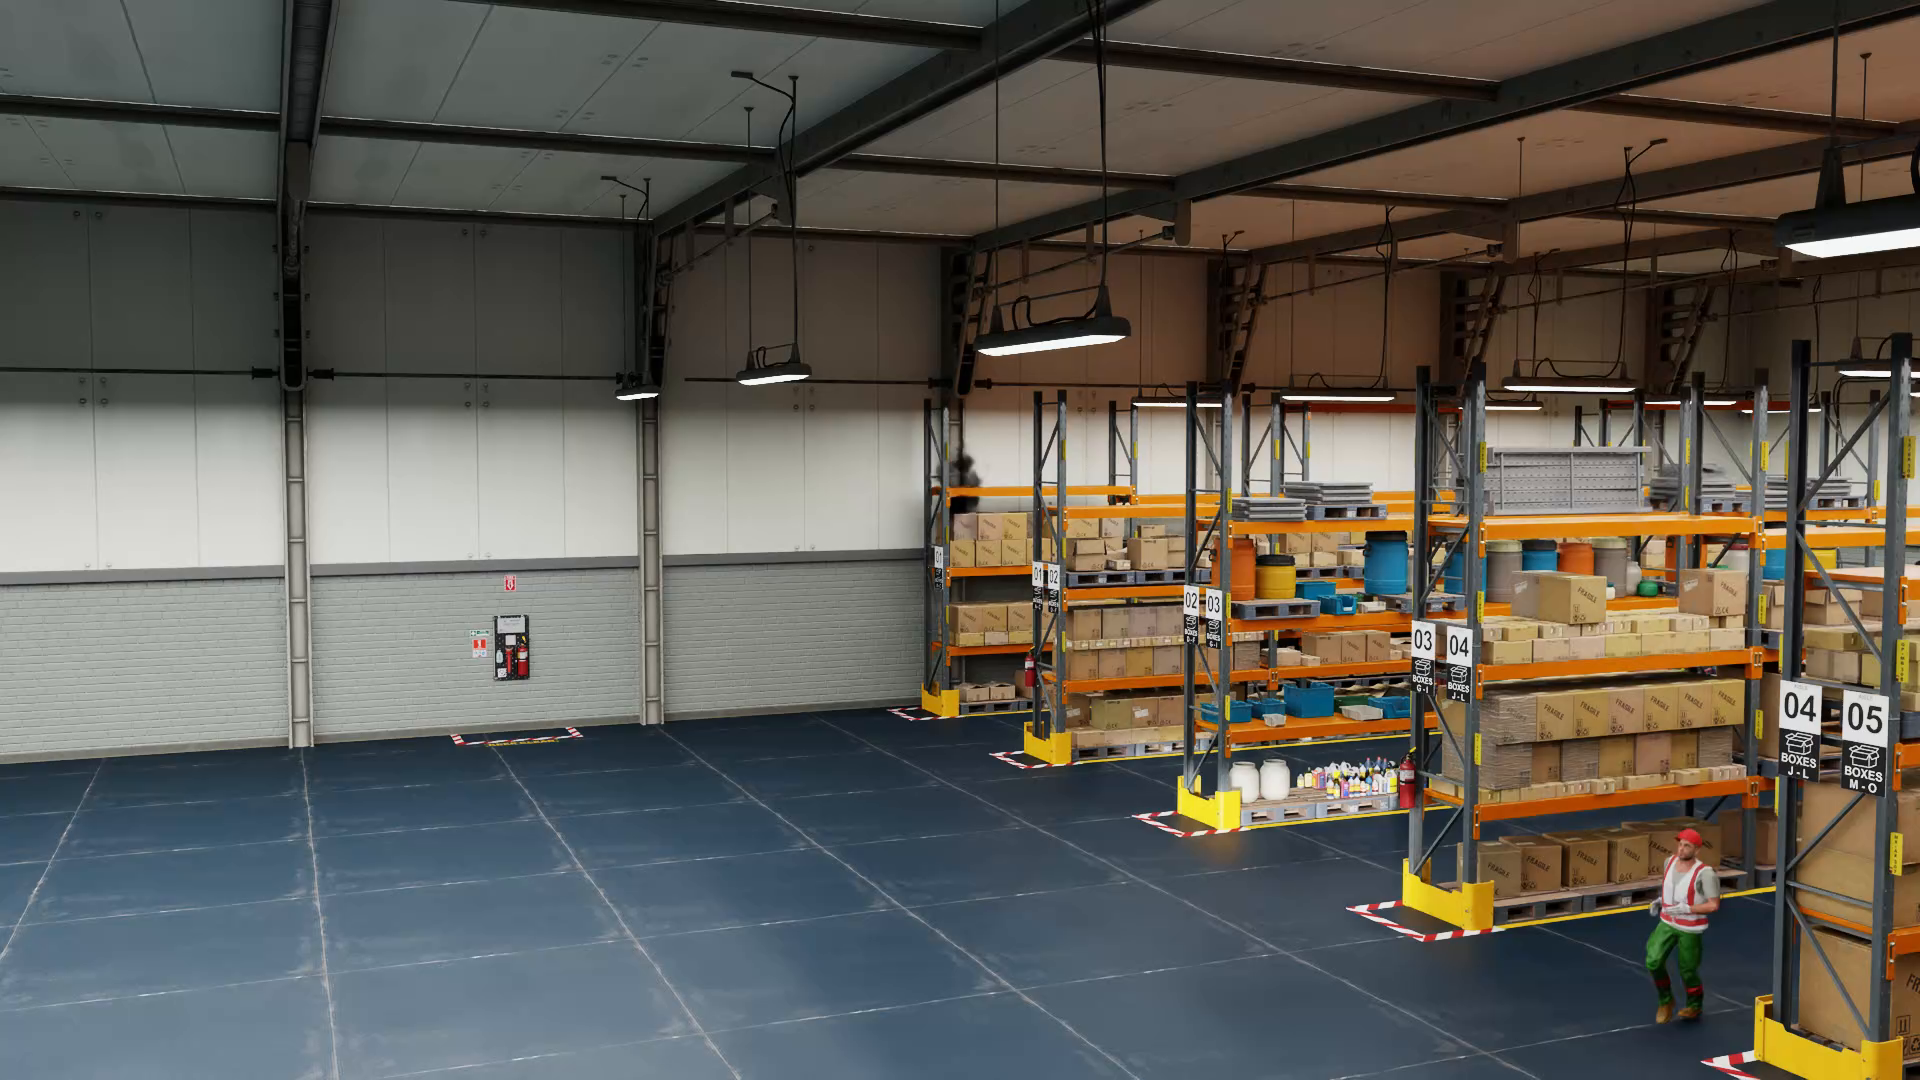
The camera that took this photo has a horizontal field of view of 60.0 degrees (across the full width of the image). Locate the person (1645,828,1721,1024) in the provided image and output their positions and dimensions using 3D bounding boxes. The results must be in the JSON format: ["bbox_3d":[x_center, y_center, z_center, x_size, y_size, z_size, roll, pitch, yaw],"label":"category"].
[{"bbox_3d":[6.390,3.431,14.686,0.674,1.799,0.651,-2,4,-34],"label":"person"}]
